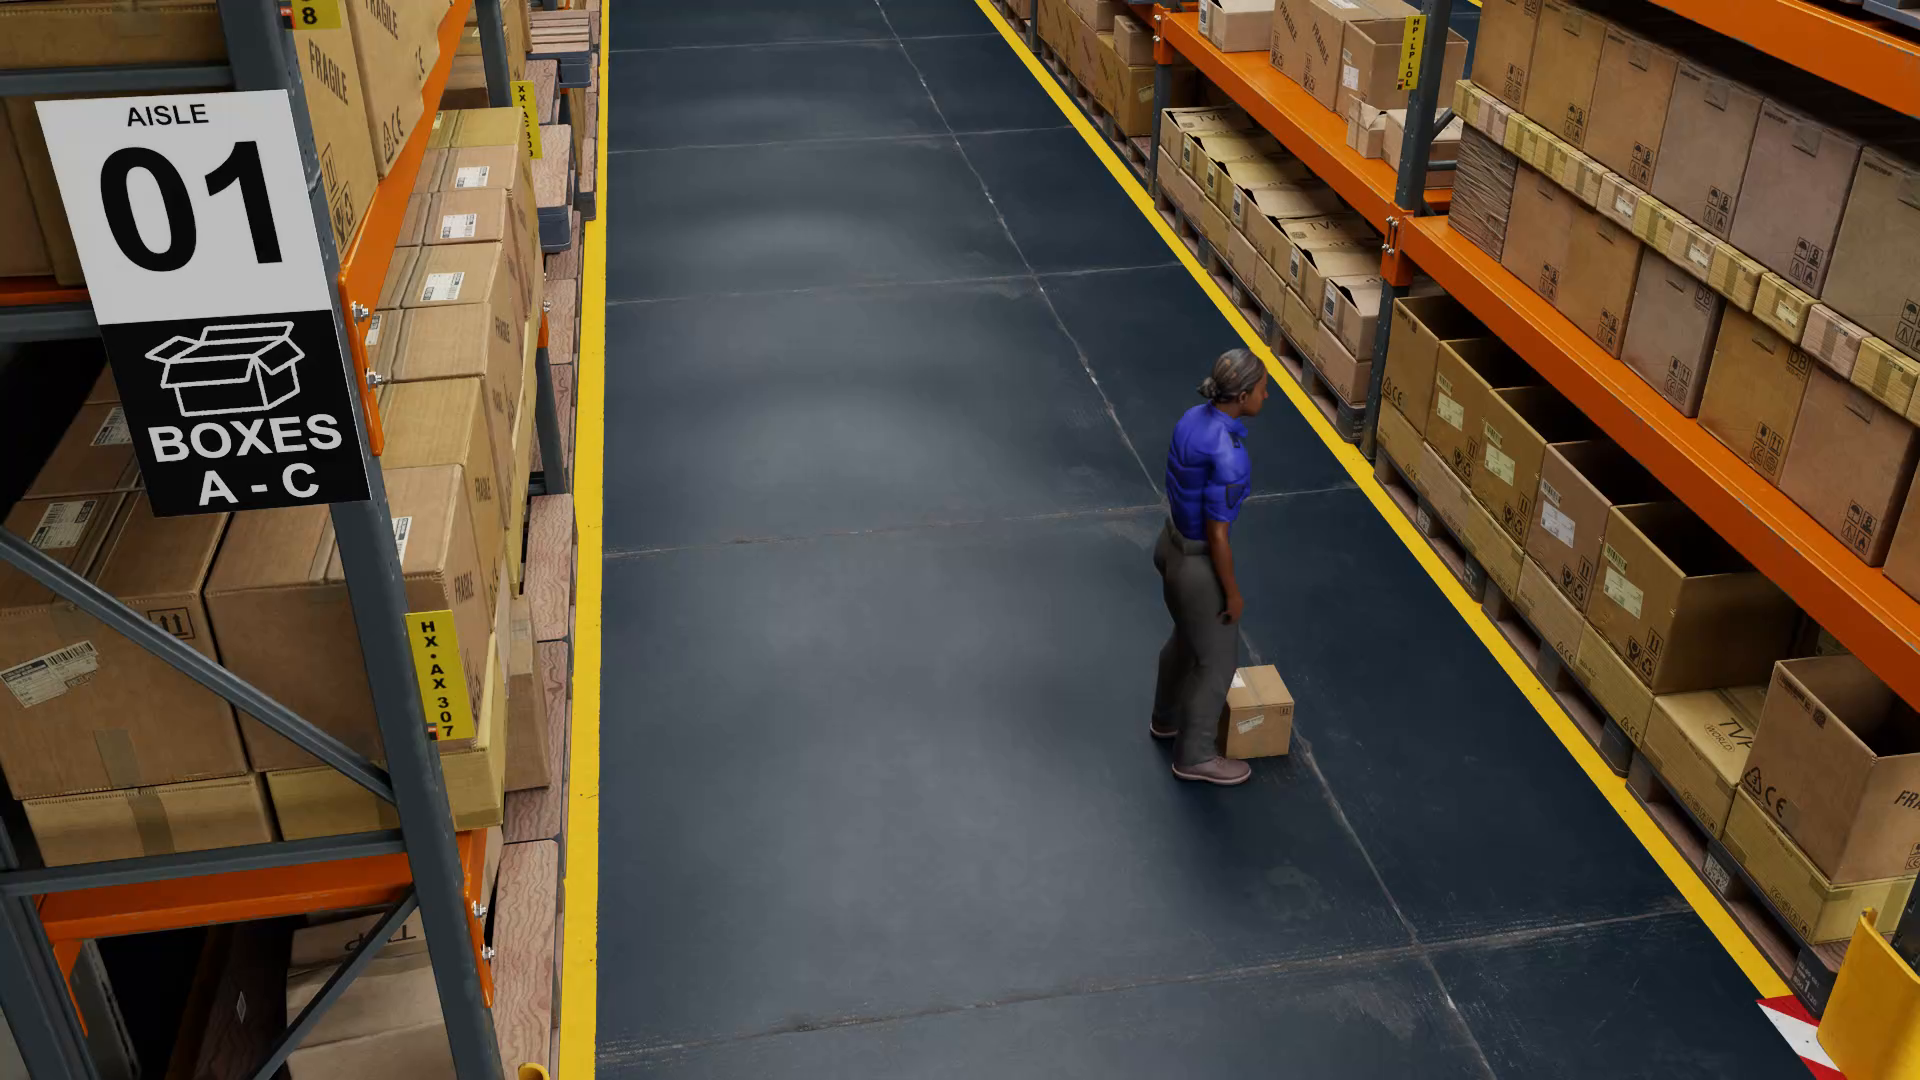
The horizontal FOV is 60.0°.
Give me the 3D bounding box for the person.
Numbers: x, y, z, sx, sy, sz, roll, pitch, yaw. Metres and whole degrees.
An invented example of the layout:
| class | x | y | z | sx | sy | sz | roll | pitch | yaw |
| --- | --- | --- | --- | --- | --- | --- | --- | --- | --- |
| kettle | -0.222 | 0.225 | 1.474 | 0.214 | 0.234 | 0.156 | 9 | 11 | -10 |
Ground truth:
| class | x | y | z | sx | sy | sz | roll | pitch | yaw |
| --- | --- | --- | --- | --- | --- | --- | --- | --- | --- |
| person | 0.890 | 0.089 | 5.988 | 0.347 | 1.655 | 0.507 | -5 | 31 | -9 |
